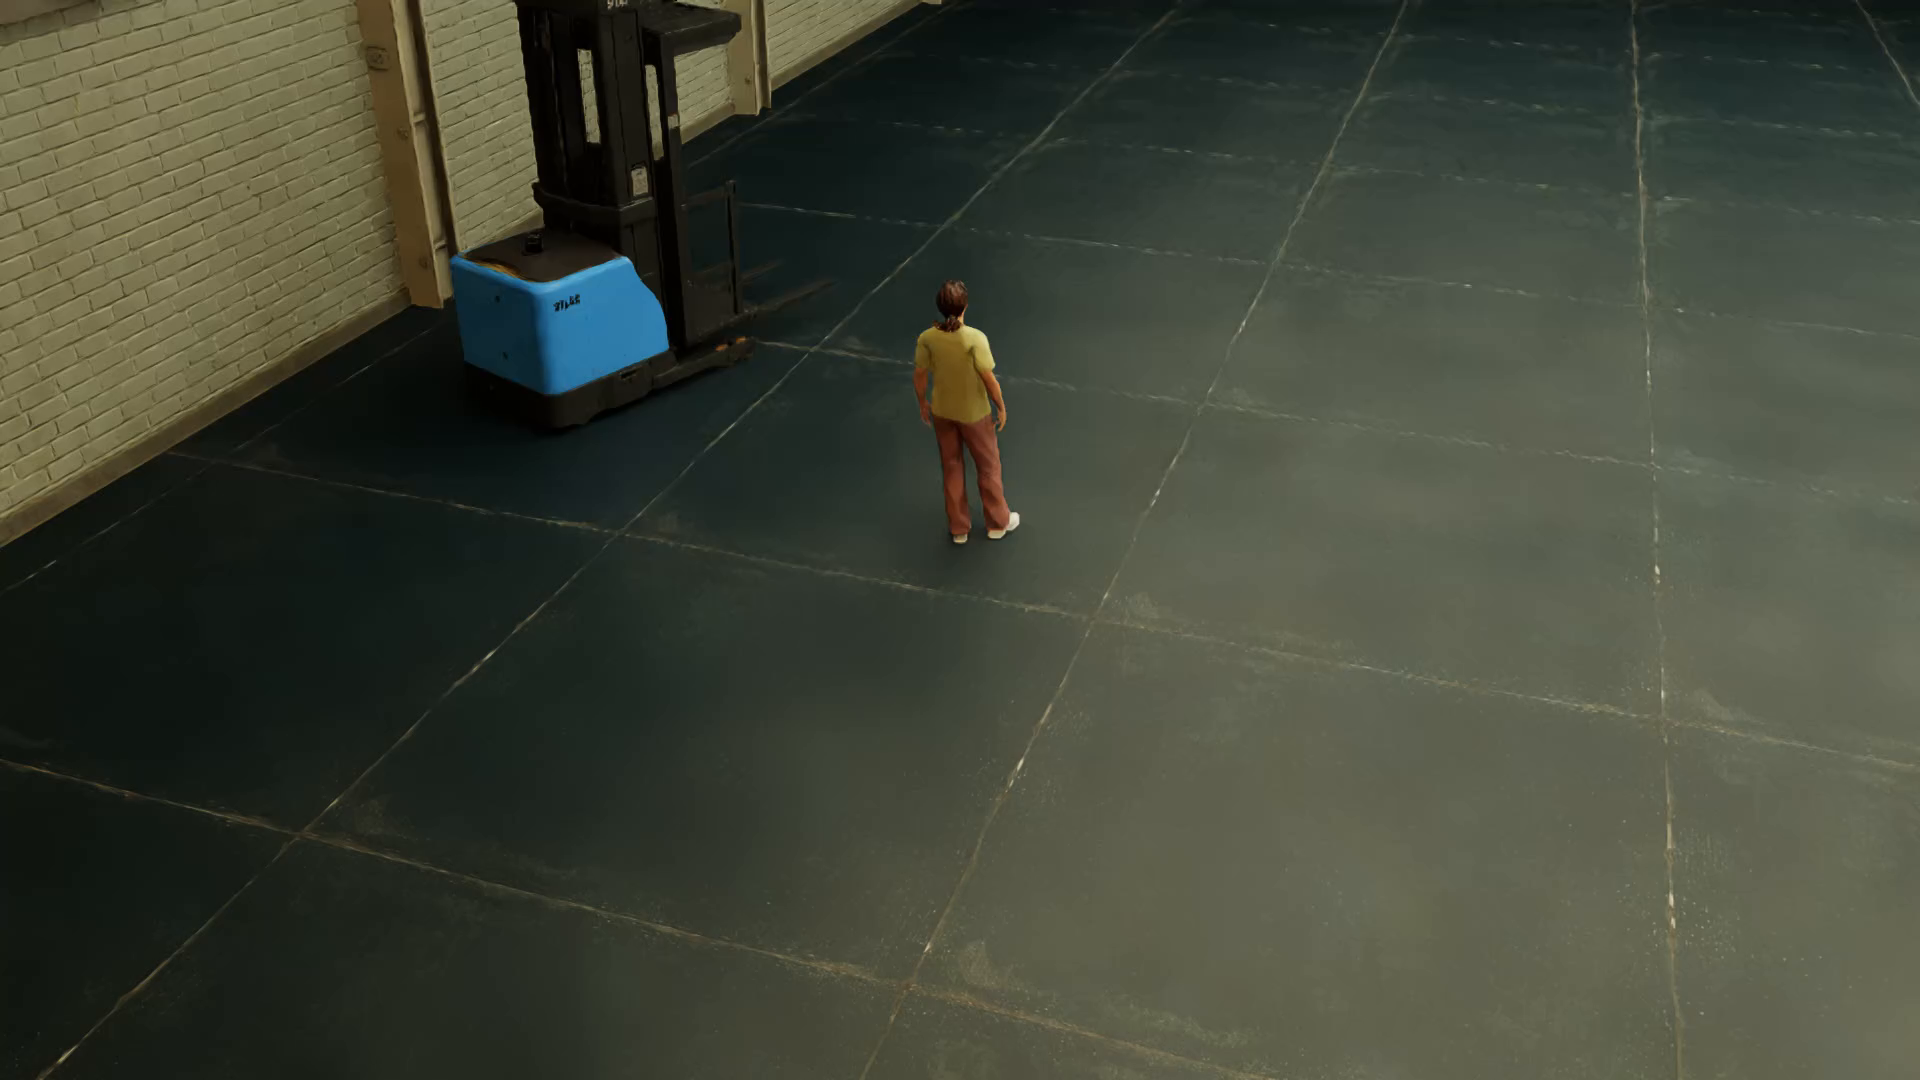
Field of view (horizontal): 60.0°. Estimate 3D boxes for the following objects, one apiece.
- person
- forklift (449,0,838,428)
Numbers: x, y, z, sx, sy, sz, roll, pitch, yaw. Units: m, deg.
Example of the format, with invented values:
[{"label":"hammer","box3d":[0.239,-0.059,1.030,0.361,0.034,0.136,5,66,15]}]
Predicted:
[{"label":"person","box3d":[0.034,-0.762,9.738,0.554,1.663,0.548,10,31,16]},{"label":"forklift","box3d":[-2.188,-2.697,11.868,1.130,2.935,3.031,22,36,33]}]
